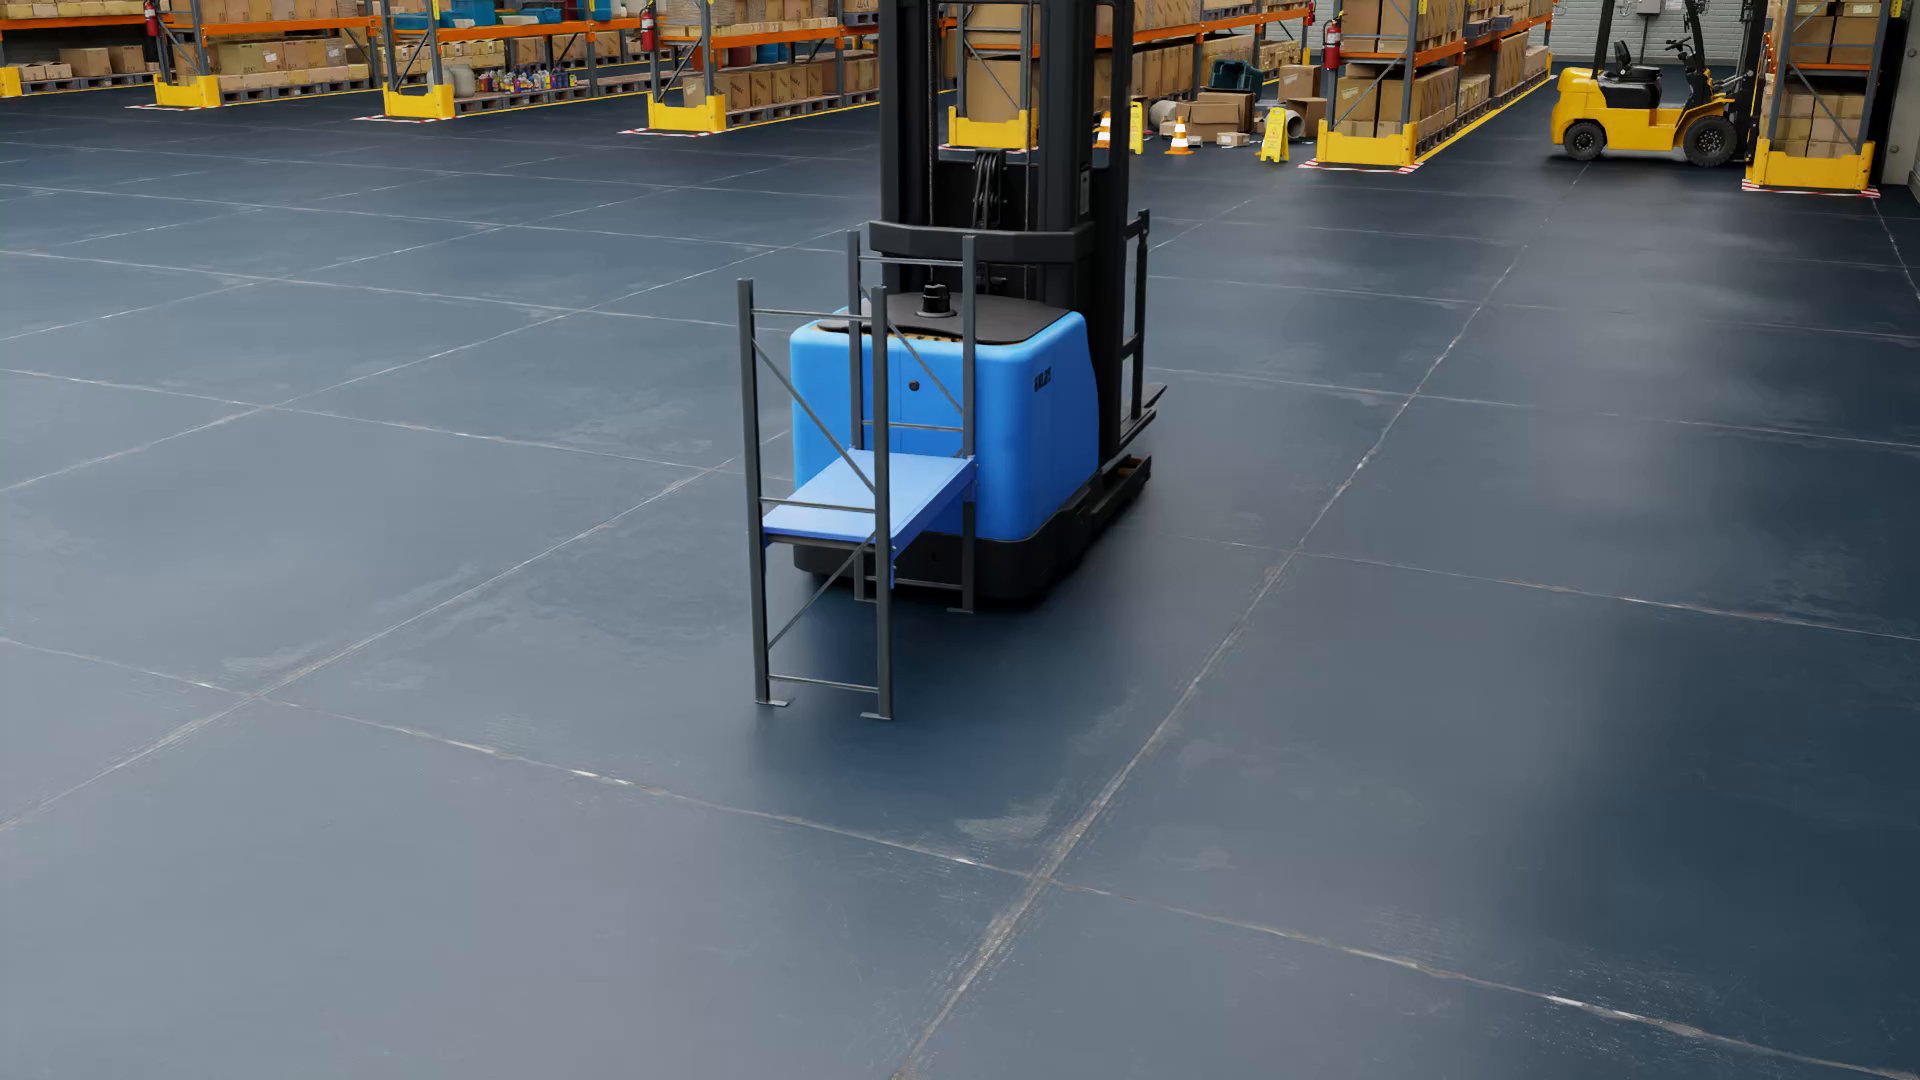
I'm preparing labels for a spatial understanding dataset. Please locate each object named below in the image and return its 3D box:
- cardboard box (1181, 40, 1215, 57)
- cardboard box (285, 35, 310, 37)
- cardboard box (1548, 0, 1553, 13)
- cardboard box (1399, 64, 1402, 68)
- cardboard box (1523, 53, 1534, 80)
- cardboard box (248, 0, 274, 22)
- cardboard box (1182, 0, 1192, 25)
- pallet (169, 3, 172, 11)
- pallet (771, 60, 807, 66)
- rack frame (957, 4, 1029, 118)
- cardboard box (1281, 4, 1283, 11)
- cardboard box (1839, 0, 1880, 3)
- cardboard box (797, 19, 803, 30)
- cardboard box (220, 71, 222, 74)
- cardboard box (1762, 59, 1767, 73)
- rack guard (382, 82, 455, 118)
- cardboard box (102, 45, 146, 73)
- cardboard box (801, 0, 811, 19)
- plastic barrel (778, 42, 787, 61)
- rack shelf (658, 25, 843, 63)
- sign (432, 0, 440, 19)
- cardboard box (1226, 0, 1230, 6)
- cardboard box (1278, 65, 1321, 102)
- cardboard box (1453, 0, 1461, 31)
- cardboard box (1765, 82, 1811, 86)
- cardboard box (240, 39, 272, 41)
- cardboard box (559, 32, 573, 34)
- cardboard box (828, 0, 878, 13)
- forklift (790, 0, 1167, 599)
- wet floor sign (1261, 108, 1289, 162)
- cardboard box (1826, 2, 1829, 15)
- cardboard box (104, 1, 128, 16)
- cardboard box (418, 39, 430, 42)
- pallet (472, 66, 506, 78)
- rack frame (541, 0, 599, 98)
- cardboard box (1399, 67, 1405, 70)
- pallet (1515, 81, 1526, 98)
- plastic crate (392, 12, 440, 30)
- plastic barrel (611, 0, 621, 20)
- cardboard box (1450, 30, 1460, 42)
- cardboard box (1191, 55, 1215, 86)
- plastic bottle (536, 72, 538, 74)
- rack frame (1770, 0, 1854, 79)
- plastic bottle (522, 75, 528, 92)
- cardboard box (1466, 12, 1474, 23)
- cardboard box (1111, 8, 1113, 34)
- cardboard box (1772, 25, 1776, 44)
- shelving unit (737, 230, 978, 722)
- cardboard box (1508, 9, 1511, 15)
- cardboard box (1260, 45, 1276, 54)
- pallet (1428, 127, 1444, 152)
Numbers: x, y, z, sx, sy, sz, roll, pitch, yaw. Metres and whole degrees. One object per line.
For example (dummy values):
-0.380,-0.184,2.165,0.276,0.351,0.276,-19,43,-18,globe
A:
4.222,-8.727,29.517,0.500,0.250,0.500,8,21,20,cardboard box
-14.569,-10.729,36.235,0.700,0.500,0.500,9,21,23,cardboard box
11.596,-10.837,33.315,0.500,0.500,0.500,9,21,23,cardboard box
5.835,-6.536,22.760,0.380,0.149,0.250,9,22,25,cardboard box
10.269,-8.919,31.268,0.875,0.438,0.875,8,21,22,cardboard box
-12.455,-9.303,29.002,0.700,0.500,0.500,9,21,23,cardboard box
3.574,-8.897,27.859,0.500,0.500,0.500,9,21,23,cardboard box
-15.514,-10.827,33.724,1.003,0.211,1.213,9,21,23,pallet
-4.000,-10.246,35.965,1.003,0.211,1.213,9,21,23,pallet
0.443,-6.731,21.919,1.000,3.000,0.127,9,21,23,rack frame
6.333,-10.820,33.792,0.380,0.149,0.250,9,22,25,cardboard box
9.862,-5.969,18.215,0.380,0.149,0.250,8,21,22,cardboard box
-2.714,-8.147,26.276,0.380,0.149,0.250,9,21,23,cardboard box
-12.933,-8.064,29.144,0.500,0.250,0.500,9,21,23,cardboard box
14.041,-7.974,28.518,0.500,0.500,0.500,10,22,25,cardboard box
-8.571,-6.974,26.332,1.175,0.500,0.348,9,21,23,rack guard
-16.349,-9.411,32.528,0.500,0.500,0.500,7,21,19,cardboard box
-2.881,-8.575,26.512,0.875,0.500,0.500,9,21,23,cardboard box
-3.884,-10.836,35.965,0.600,0.901,0.708,9,21,23,plastic barrel
-3.222,-7.715,25.759,1.077,0.370,4.000,9,21,23,rack shelf
-8.060,-8.176,25.568,0.100,0.325,0.005,9,21,23,sign
4.735,-9.850,30.437,0.380,0.149,0.250,8,21,21,cardboard box
5.002,-6.719,24.487,0.500,0.500,0.500,9,21,23,cardboard box
6.478,-7.164,22.544,0.500,0.500,0.500,9,22,25,cardboard box
10.050,-5.426,20.234,0.500,0.250,0.500,8,21,22,cardboard box
-12.527,-8.724,29.879,0.500,0.500,0.500,9,21,23,cardboard box
-8.993,-11.434,37.097,0.500,0.250,0.500,9,21,23,cardboard box
-1.950,-9.369,27.815,1.000,1.000,1.000,9,21,23,cardboard box
0.298,-1.606,7.611,1.130,2.935,3.031,7,21,19,forklift
3.946,-5.062,20.740,0.267,0.644,0.232,18,26,41,wet floor sign
9.656,-6.053,18.895,0.380,0.149,0.250,9,21,24,cardboard box
-16.281,-10.149,31.725,0.500,0.250,0.500,8,21,22,cardboard box
-10.702,-9.978,33.688,0.500,0.311,0.500,8,21,21,cardboard box
-10.174,-9.688,34.396,1.003,0.211,1.213,9,21,23,pallet
-6.922,-9.345,29.268,1.000,3.000,0.127,9,21,23,rack frame
5.942,-6.252,22.931,0.500,0.500,0.500,9,22,25,cardboard box
9.667,-8.191,30.185,1.003,0.211,1.213,9,21,23,pallet
-8.628,-8.246,26.401,0.499,0.251,0.616,9,21,23,plastic crate
-6.330,-9.671,29.983,0.433,0.535,0.433,0,20,0,plastic barrel
6.689,-6.970,22.965,0.380,0.149,0.250,9,22,24,cardboard box
4.241,-8.378,29.653,0.500,0.500,0.500,8,21,20,cardboard box
-7.237,-7.885,28.560,0.061,0.283,0.133,9,21,23,plastic bottle
11.168,-6.625,21.622,1.000,3.000,0.127,9,21,23,rack frame
-7.352,-7.691,28.032,0.097,0.271,0.097,0,20,0,plastic bottle
7.153,-7.510,23.859,0.380,0.149,0.250,9,21,23,cardboard box
1.940,-7.910,25.010,0.875,0.550,0.550,9,21,23,cardboard box
11.136,-6.745,22.181,0.500,0.250,0.500,9,22,24,cardboard box
-0.329,-0.274,6.001,0.538,1.500,1.048,6,20,16,shelving unit
8.900,-8.732,27.769,0.500,0.250,0.500,8,21,21,cardboard box
6.177,-9.921,33.628,0.380,0.149,0.250,9,21,24,cardboard box
5.897,-5.407,22.358,1.003,0.211,1.213,9,21,23,pallet
